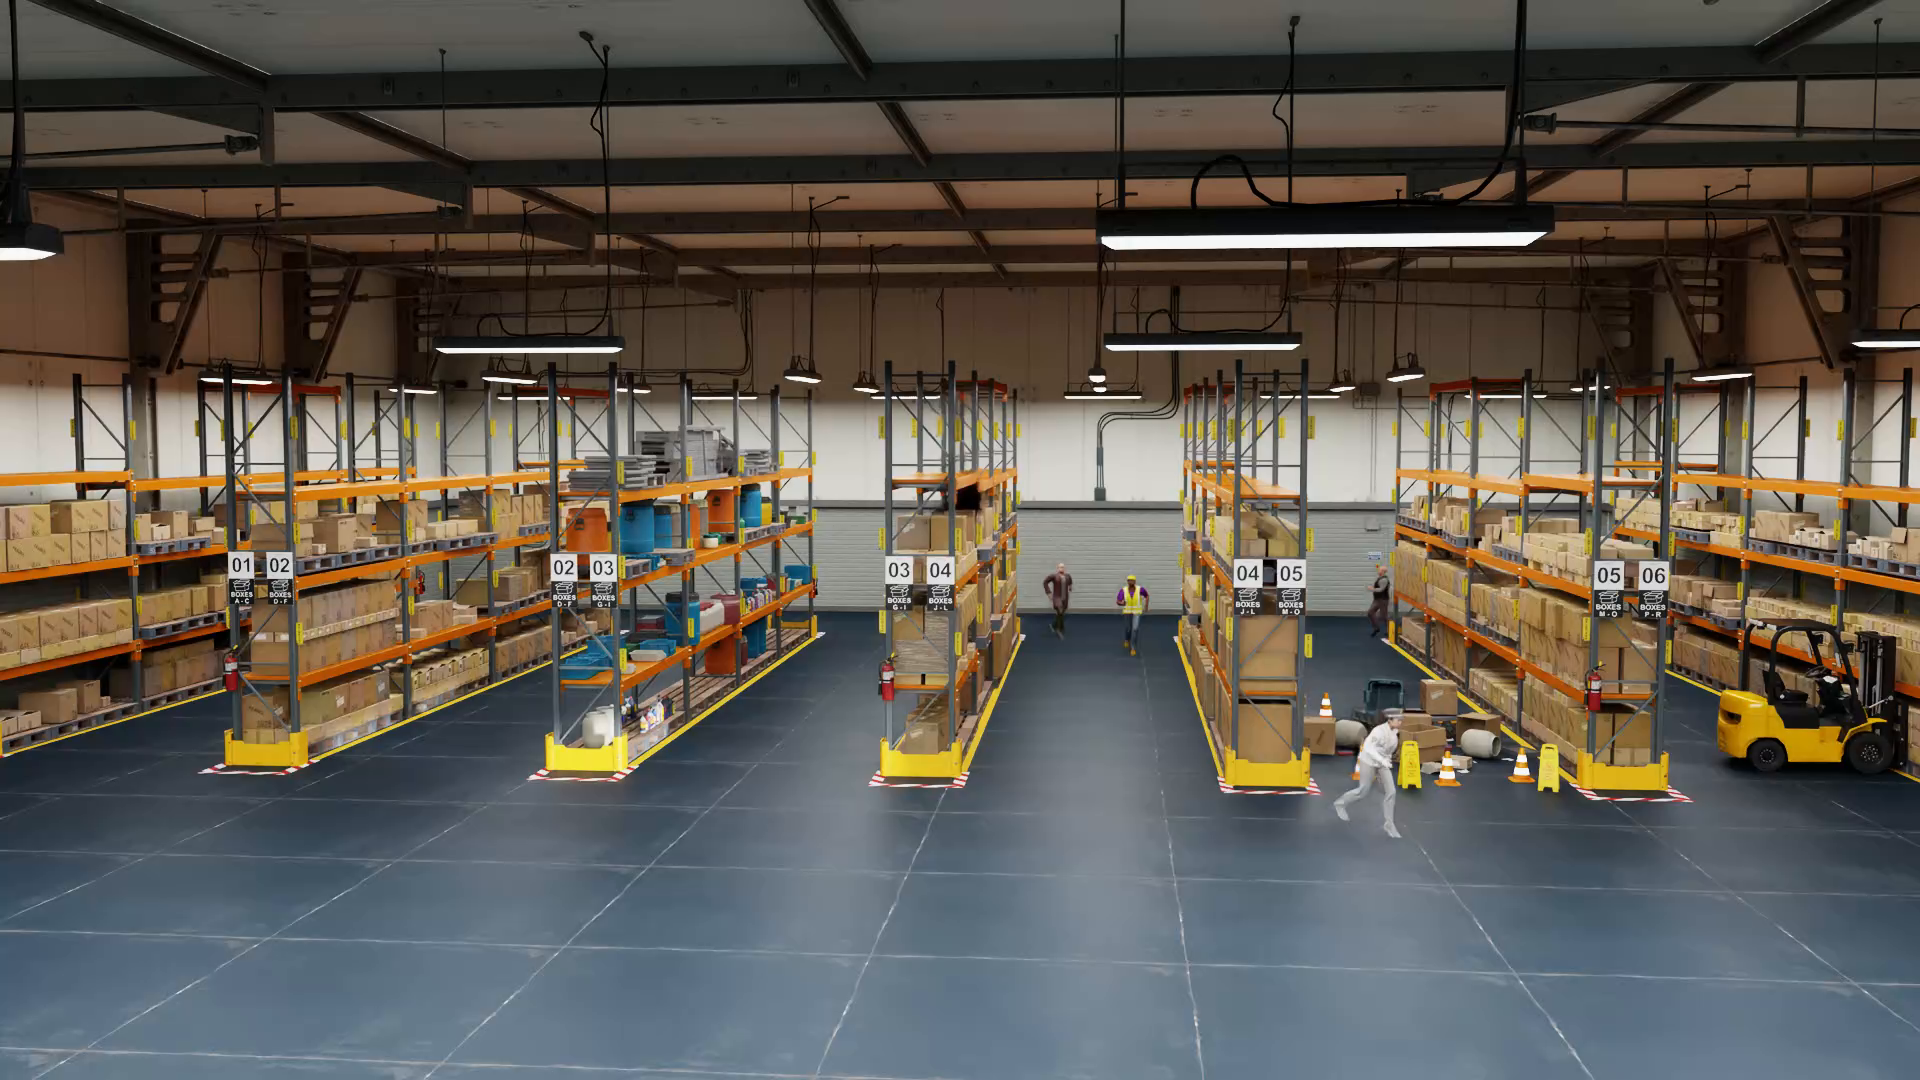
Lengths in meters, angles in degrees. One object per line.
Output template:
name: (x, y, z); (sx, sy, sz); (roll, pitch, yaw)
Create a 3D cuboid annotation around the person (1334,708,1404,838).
person: (5.124, 2.859, 20.811); (0.977, 1.628, 0.655); (4, 5, 45)

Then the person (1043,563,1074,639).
person: (2.428, 1.463, 40.427); (0.730, 1.811, 0.995); (-2, 4, -27)

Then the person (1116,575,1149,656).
person: (3.865, 1.663, 37.324); (0.695, 1.784, 0.985); (1, 4, 11)

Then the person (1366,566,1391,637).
person: (10.192, 1.503, 40.254); (0.741, 1.771, 0.625); (0, 4, 1)
